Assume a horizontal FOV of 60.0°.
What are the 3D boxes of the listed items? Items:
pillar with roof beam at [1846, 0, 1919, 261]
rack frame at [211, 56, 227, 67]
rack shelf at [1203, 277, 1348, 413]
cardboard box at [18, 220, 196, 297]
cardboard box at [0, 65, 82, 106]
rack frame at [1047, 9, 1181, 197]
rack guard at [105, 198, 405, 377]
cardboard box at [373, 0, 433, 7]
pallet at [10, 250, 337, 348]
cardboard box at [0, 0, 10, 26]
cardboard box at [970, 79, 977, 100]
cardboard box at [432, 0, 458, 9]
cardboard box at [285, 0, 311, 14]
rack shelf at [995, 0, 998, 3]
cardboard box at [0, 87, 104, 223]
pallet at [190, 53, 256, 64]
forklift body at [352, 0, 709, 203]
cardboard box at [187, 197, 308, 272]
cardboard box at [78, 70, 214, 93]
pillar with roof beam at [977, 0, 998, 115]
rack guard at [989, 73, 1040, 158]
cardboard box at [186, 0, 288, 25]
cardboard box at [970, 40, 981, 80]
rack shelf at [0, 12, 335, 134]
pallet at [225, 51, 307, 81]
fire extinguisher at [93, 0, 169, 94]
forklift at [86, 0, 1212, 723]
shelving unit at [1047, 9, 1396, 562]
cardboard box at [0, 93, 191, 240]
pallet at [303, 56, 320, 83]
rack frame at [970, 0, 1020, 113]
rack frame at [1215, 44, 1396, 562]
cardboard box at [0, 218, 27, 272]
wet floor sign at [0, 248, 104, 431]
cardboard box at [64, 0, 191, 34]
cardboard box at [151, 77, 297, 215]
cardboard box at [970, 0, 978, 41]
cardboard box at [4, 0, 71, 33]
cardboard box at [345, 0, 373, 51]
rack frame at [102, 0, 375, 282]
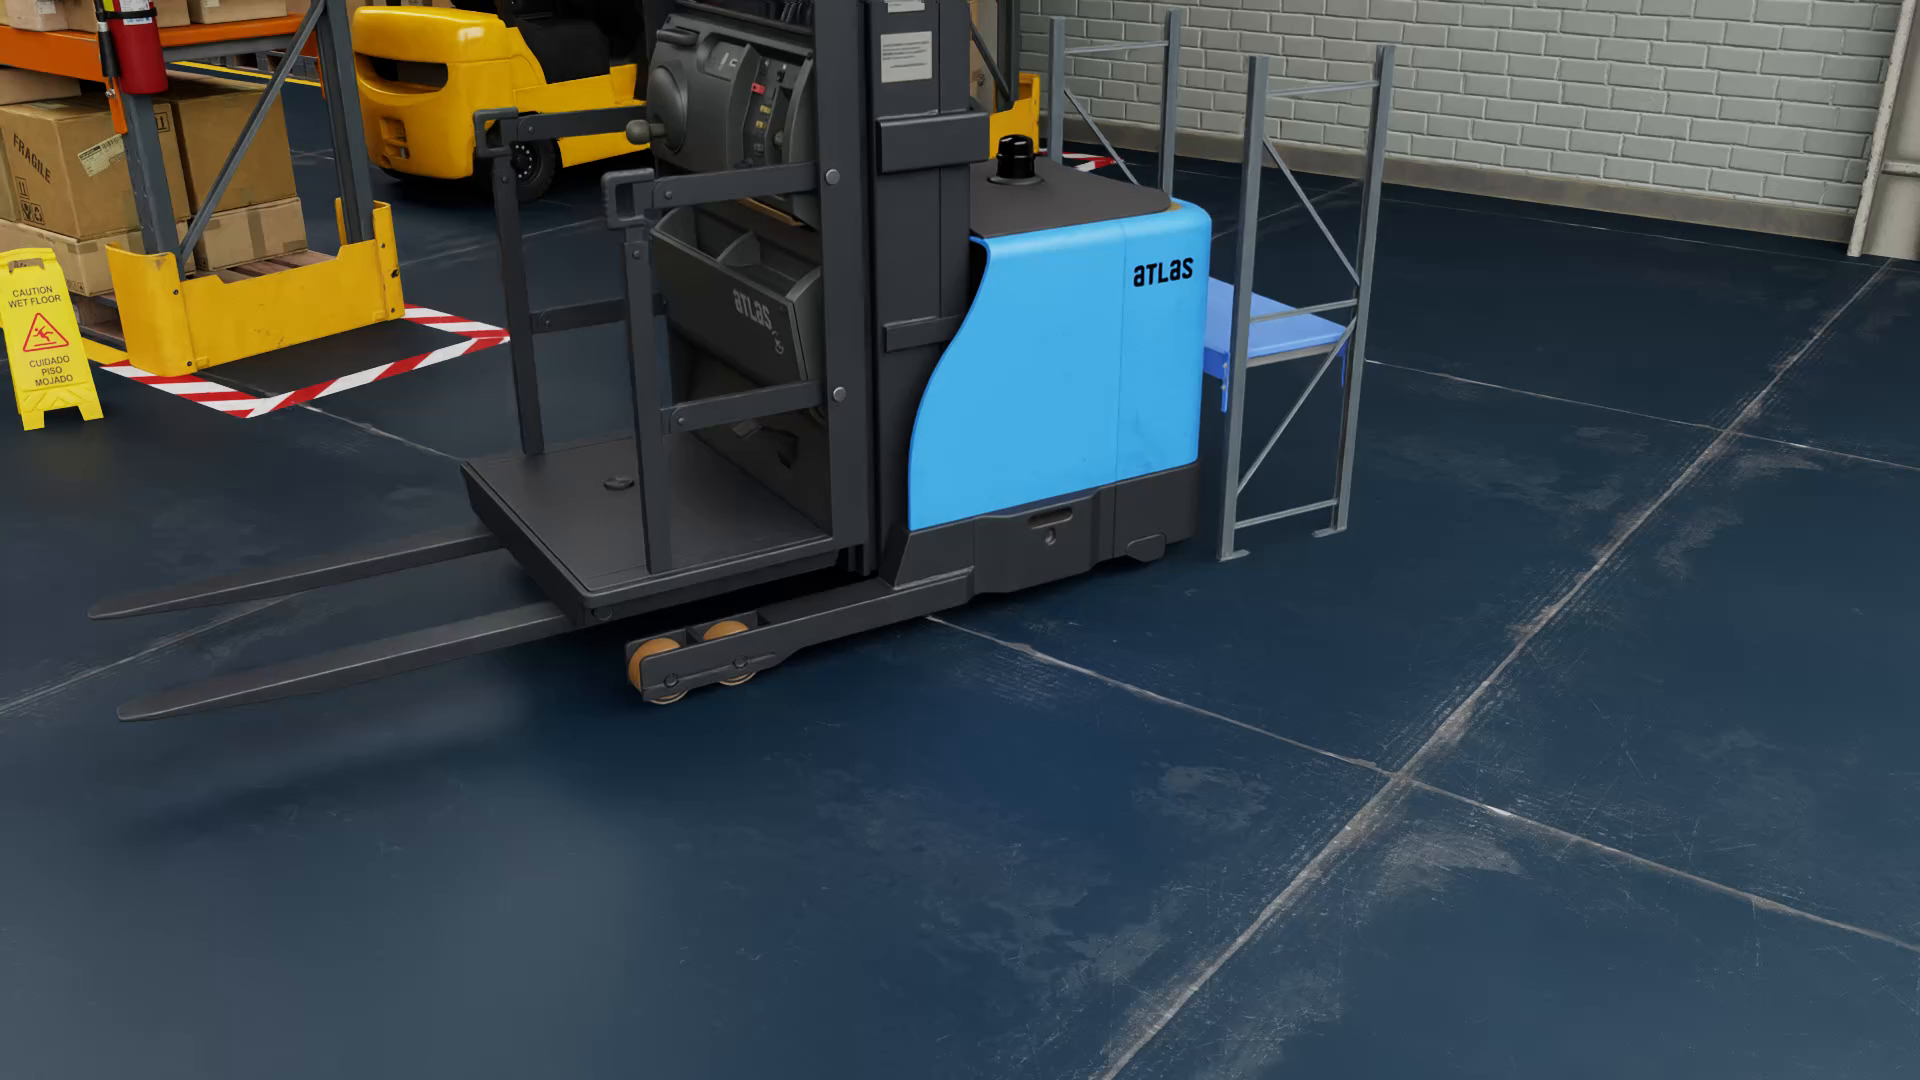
[{"bbox_3d":[2.248,-4.202,3.627,0.400,9.000,9.100,17,29,33],"label":"pillar with roof beam"},{"bbox_3d":[-6.356,-5.772,14.630,0.127,3.000,1.000,17,29,33],"label":"rack frame"},{"bbox_3d":[0.761,-0.687,5.395,0.538,0.185,1.000,-13,27,-27],"label":"rack shelf"},{"bbox_3d":[-3.756,-1.284,7.332,0.500,0.250,0.500,17,29,33],"label":"cardboard box"},{"bbox_3d":[-4.060,-1.986,7.192,0.250,0.149,0.380,18,29,35],"label":"cardboard box"},{"bbox_3d":[0.511,-1.030,5.727,0.500,1.500,0.032,-13,27,-27],"label":"rack frame"},{"bbox_3d":[-2.989,-1.110,7.148,0.348,0.500,1.175,17,29,33],"label":"rack guard"},{"bbox_3d":[-4.196,-4.223,13.539,0.625,0.625,0.875,16,29,33],"label":"cardboard box"},{"bbox_3d":[-3.618,-1.185,7.678,1.213,0.211,1.003,17,29,33],"label":"pallet"},{"bbox_3d":[-3.818,-2.236,6.916,0.250,0.149,0.380,16,29,32],"label":"cardboard box"},{"bbox_3d":[-0.230,-2.953,11.122,0.500,0.250,0.500,17,29,34],"label":"cardboard box"},{"bbox_3d":[-3.580,-4.033,13.107,0.625,0.625,0.875,18,30,36],"label":"cardboard box"},{"bbox_3d":[-5.338,-4.567,14.319,0.625,0.625,0.875,18,29,35],"label":"cardboard box"},{"bbox_3d":[-1.555,-3.992,11.482,4.000,0.370,1.077,17,29,33],"label":"rack shelf"},{"bbox_3d":[-4.146,-1.747,7.454,0.500,0.500,0.500,18,30,35],"label":"cardboard box"},{"bbox_3d":[-6.931,-4.689,15.630,1.213,0.211,1.003,17,29,33],"label":"pallet"},{"bbox_3d":[-2.566,-3.319,10.116,1.214,2.155,2.313,17,29,33],"label":"forklift body"},{"bbox_3d":[-3.408,-1.453,7.718,0.500,0.250,0.500,17,29,33],"label":"cardboard box"},{"bbox_3d":[-3.849,-1.927,7.863,0.500,0.500,0.500,16,28,31],"label":"cardboard box"},{"bbox_3d":[-2.553,-5.653,6.920,0.400,9.000,9.100,17,29,33],"label":"pillar with roof beam"},{"bbox_3d":[0.065,-2.688,10.730,0.348,0.500,1.175,17,29,33],"label":"rack guard"},{"bbox_3d":[-3.076,-2.269,6.991,0.250,0.149,0.380,17,29,33],"label":"cardboard box"},{"bbox_3d":[-0.206,-3.181,11.019,0.500,0.250,0.500,17,29,34],"label":"cardboard box"},{"bbox_3d":[-4.529,-2.390,7.845,4.000,0.370,1.077,17,29,33],"label":"rack shelf"},{"bbox_3d":[-5.721,-4.284,14.712,1.213,0.211,1.003,17,29,33],"label":"pallet"},{"bbox_3d":[-3.113,-2.023,6.218,0.183,0.674,0.296,17,29,33],"label":"fire extinguisher"},{"bbox_3d":[-0.788,-1.161,4.250,3.031,2.935,1.130,-14,27,-29],"label":"forklift"},{"bbox_3d":[0.761,-0.851,5.322,0.538,1.500,1.048,-13,27,-27],"label":"shelving unit"},{"bbox_3d":[-3.726,-1.622,7.170,0.500,0.500,0.500,17,29,34],"label":"cardboard box"},{"bbox_3d":[-4.749,-3.989,14.042,1.213,0.211,1.003,17,29,33],"label":"pallet"},{"bbox_3d":[0.045,-3.838,10.240,0.127,3.000,1.000,17,29,33],"label":"rack frame"},{"bbox_3d":[1.011,-0.673,4.917,0.500,1.500,0.032,-13,27,-27],"label":"rack frame"},{"bbox_3d":[-4.147,-1.406,7.609,0.500,0.250,0.500,17,29,33],"label":"cardboard box"},{"bbox_3d":[-3.418,-0.767,6.190,0.267,0.644,0.232,-15,28,-30],"label":"wet floor sign"},{"bbox_3d":[-3.356,-2.142,6.702,0.250,0.149,0.380,18,29,35],"label":"cardboard box"},{"bbox_3d":[-3.428,-1.802,7.579,0.500,0.500,0.500,16,28,32],"label":"cardboard box"},{"bbox_3d":[-0.226,-3.406,10.910,0.500,0.250,0.500,16,29,33],"label":"cardboard box"},{"bbox_3d":[-3.625,-2.167,6.760,0.250,0.149,0.380,16,29,33],"label":"cardboard box"},{"bbox_3d":[-4.799,-4.404,13.950,0.625,0.625,0.875,15,28,31],"label":"cardboard box"},{"bbox_3d":[-2.929,-2.235,6.603,0.127,3.000,1.000,17,29,33],"label":"rack frame"}]
